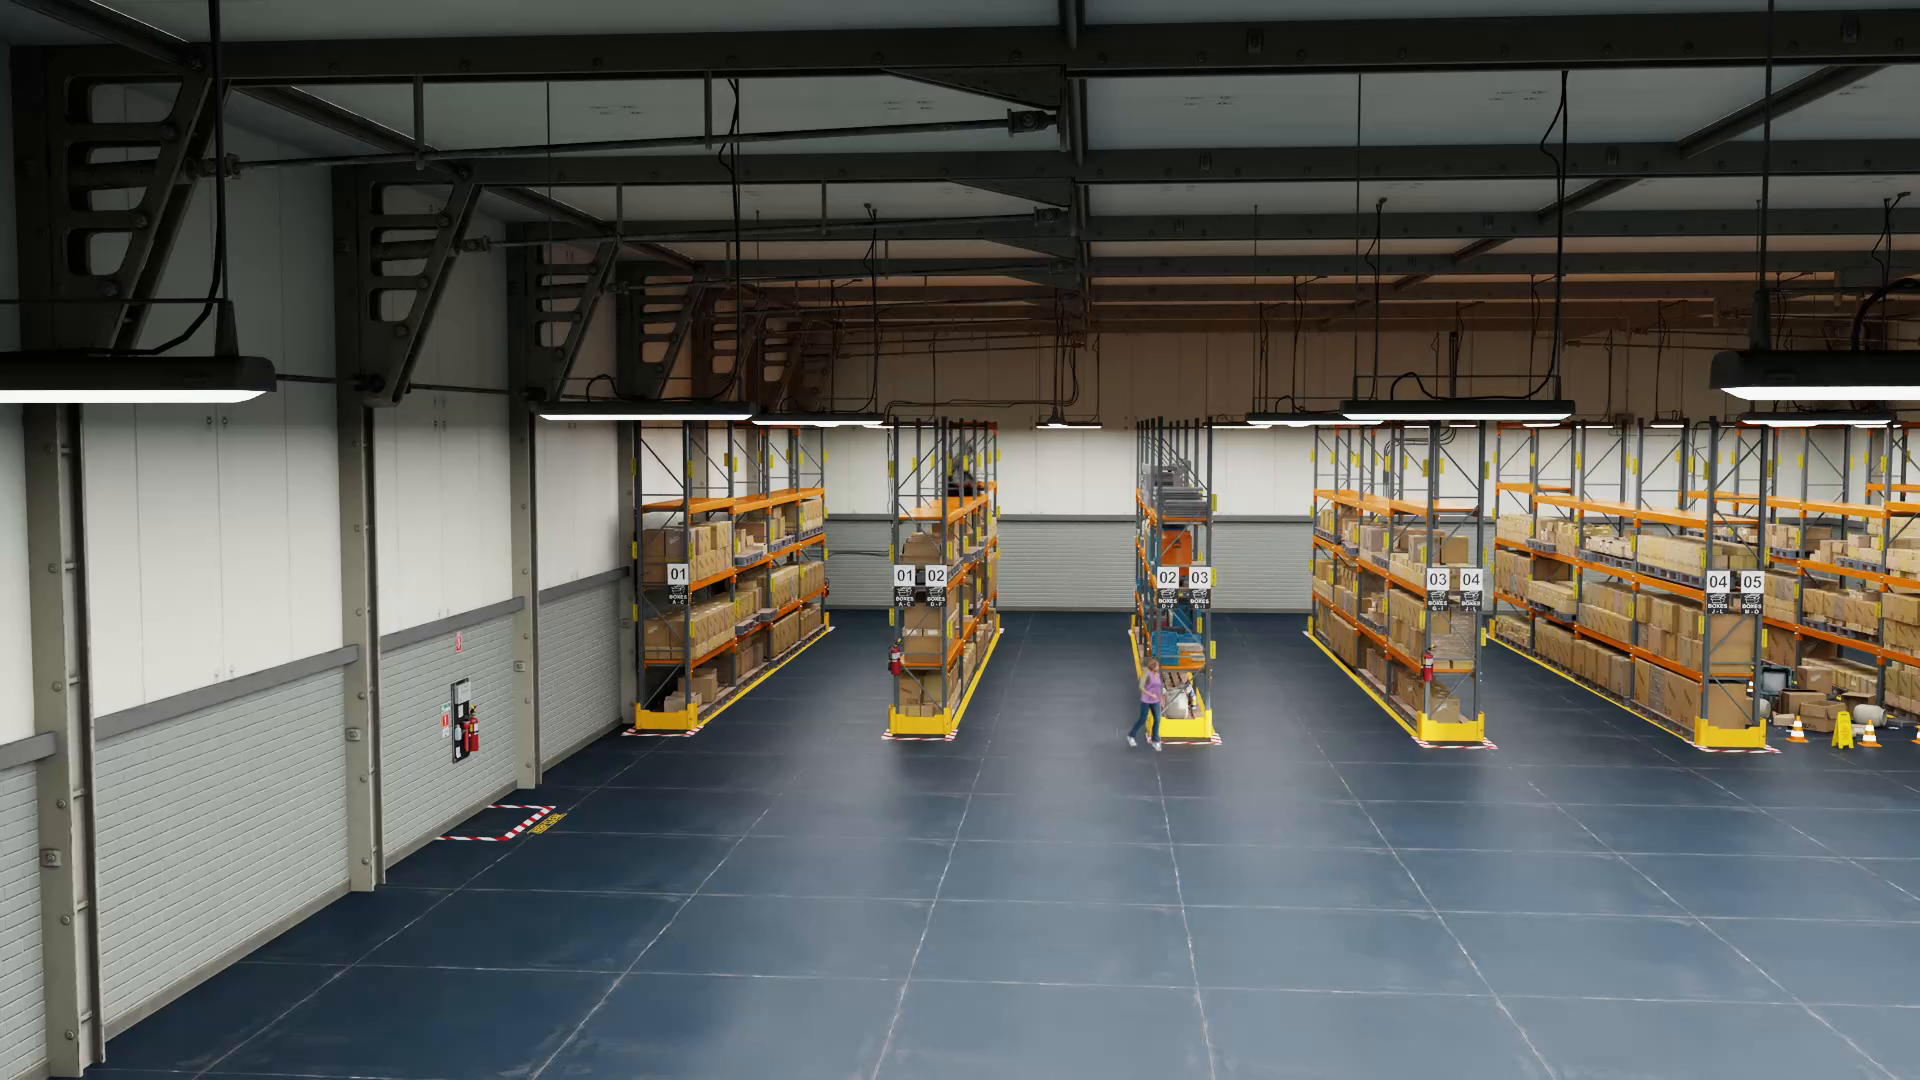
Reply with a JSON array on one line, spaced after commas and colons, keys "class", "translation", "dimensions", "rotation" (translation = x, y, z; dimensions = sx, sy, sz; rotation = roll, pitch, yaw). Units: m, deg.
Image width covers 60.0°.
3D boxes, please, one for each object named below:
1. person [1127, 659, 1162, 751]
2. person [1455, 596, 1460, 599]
[{"class": "person", "translation": [3.469, 2.950, 30.023], "dimensions": [0.595, 1.586, 0.790], "rotation": [-3, 5, -36]}, {"class": "person", "translation": [13.927, 1.865, 46.500], "dimensions": [0.616, 1.623, 0.549], "rotation": [3, 5, 35]}]
